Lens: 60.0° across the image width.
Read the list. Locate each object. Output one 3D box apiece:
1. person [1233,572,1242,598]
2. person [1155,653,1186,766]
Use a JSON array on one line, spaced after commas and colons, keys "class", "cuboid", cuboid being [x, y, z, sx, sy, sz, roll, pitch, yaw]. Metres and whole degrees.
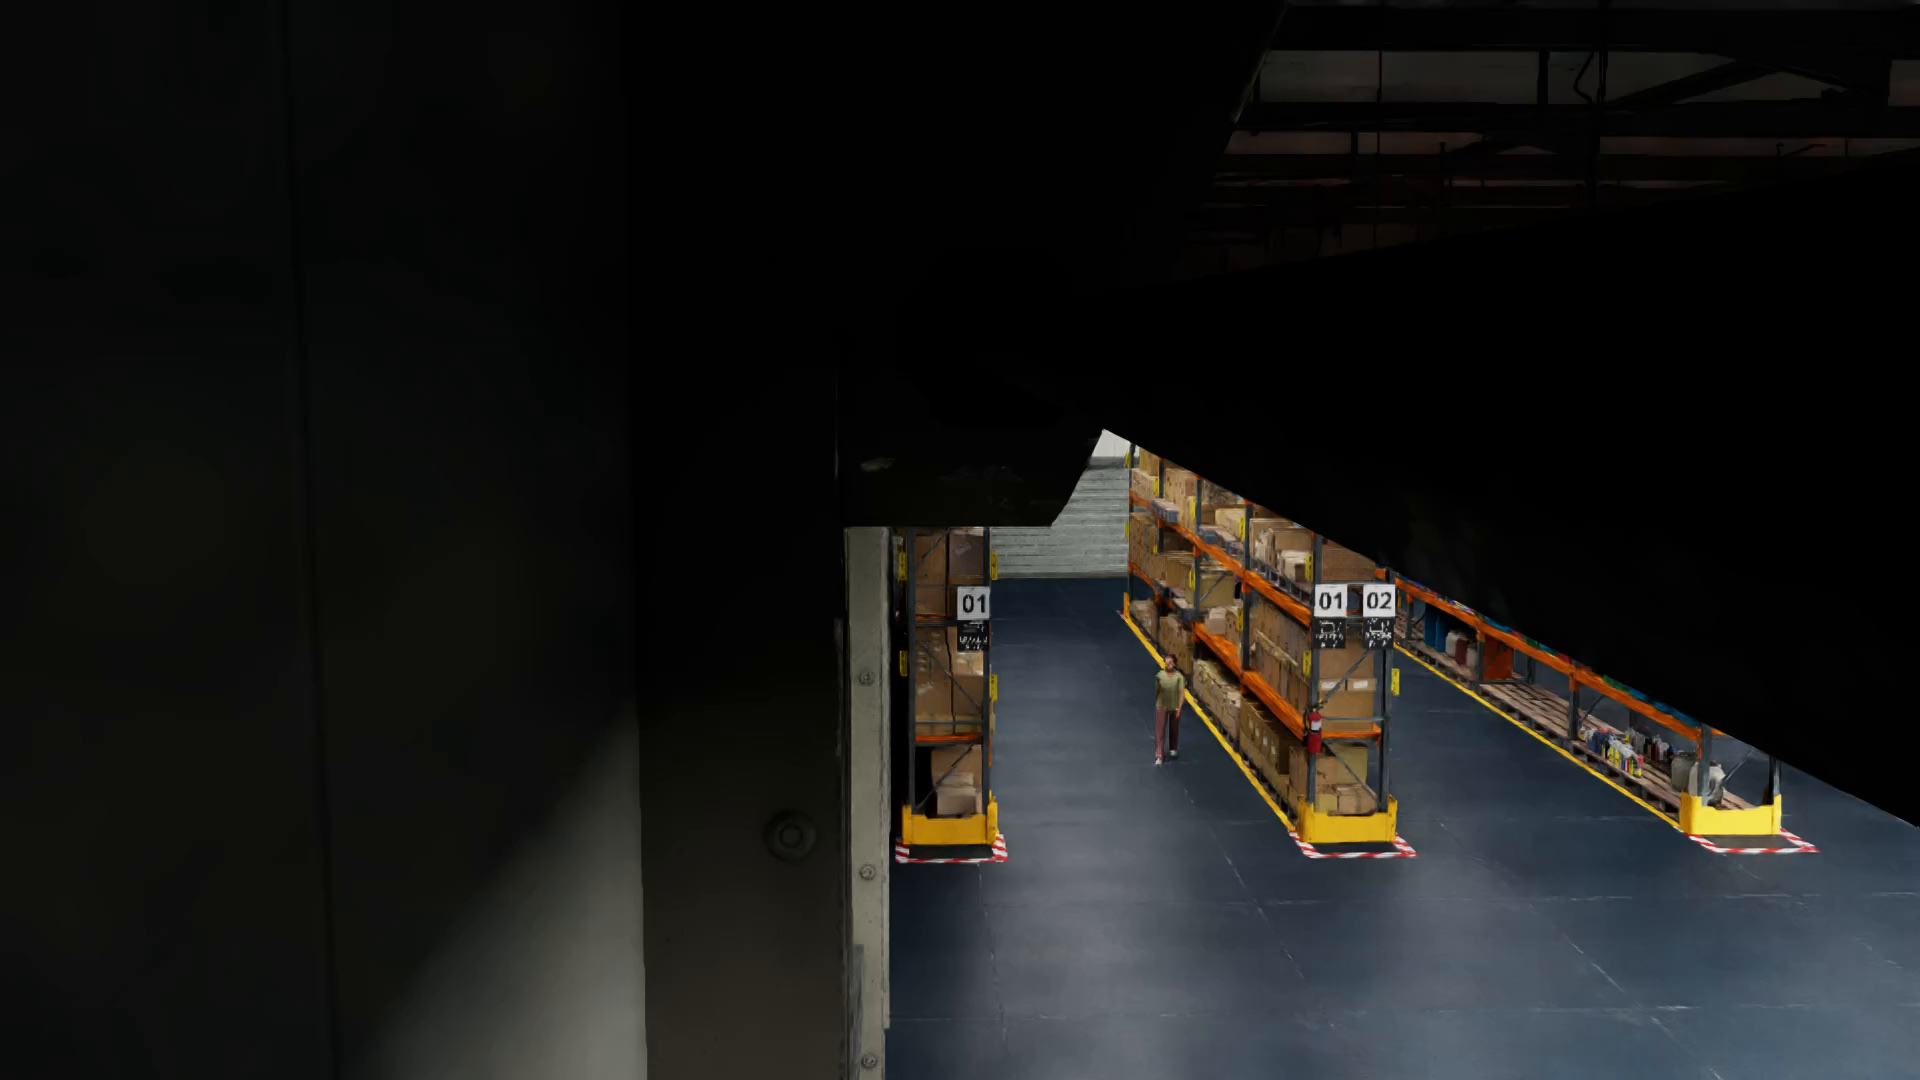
[{"class": "person", "cuboid": [6.235, 0.858, 36.788, 0.414, 1.517, 1.037, 0, 7, 0]}, {"class": "person", "cuboid": [3.051, 2.433, 24.169, 0.446, 1.605, 1.017, 1, 7, 8]}]
